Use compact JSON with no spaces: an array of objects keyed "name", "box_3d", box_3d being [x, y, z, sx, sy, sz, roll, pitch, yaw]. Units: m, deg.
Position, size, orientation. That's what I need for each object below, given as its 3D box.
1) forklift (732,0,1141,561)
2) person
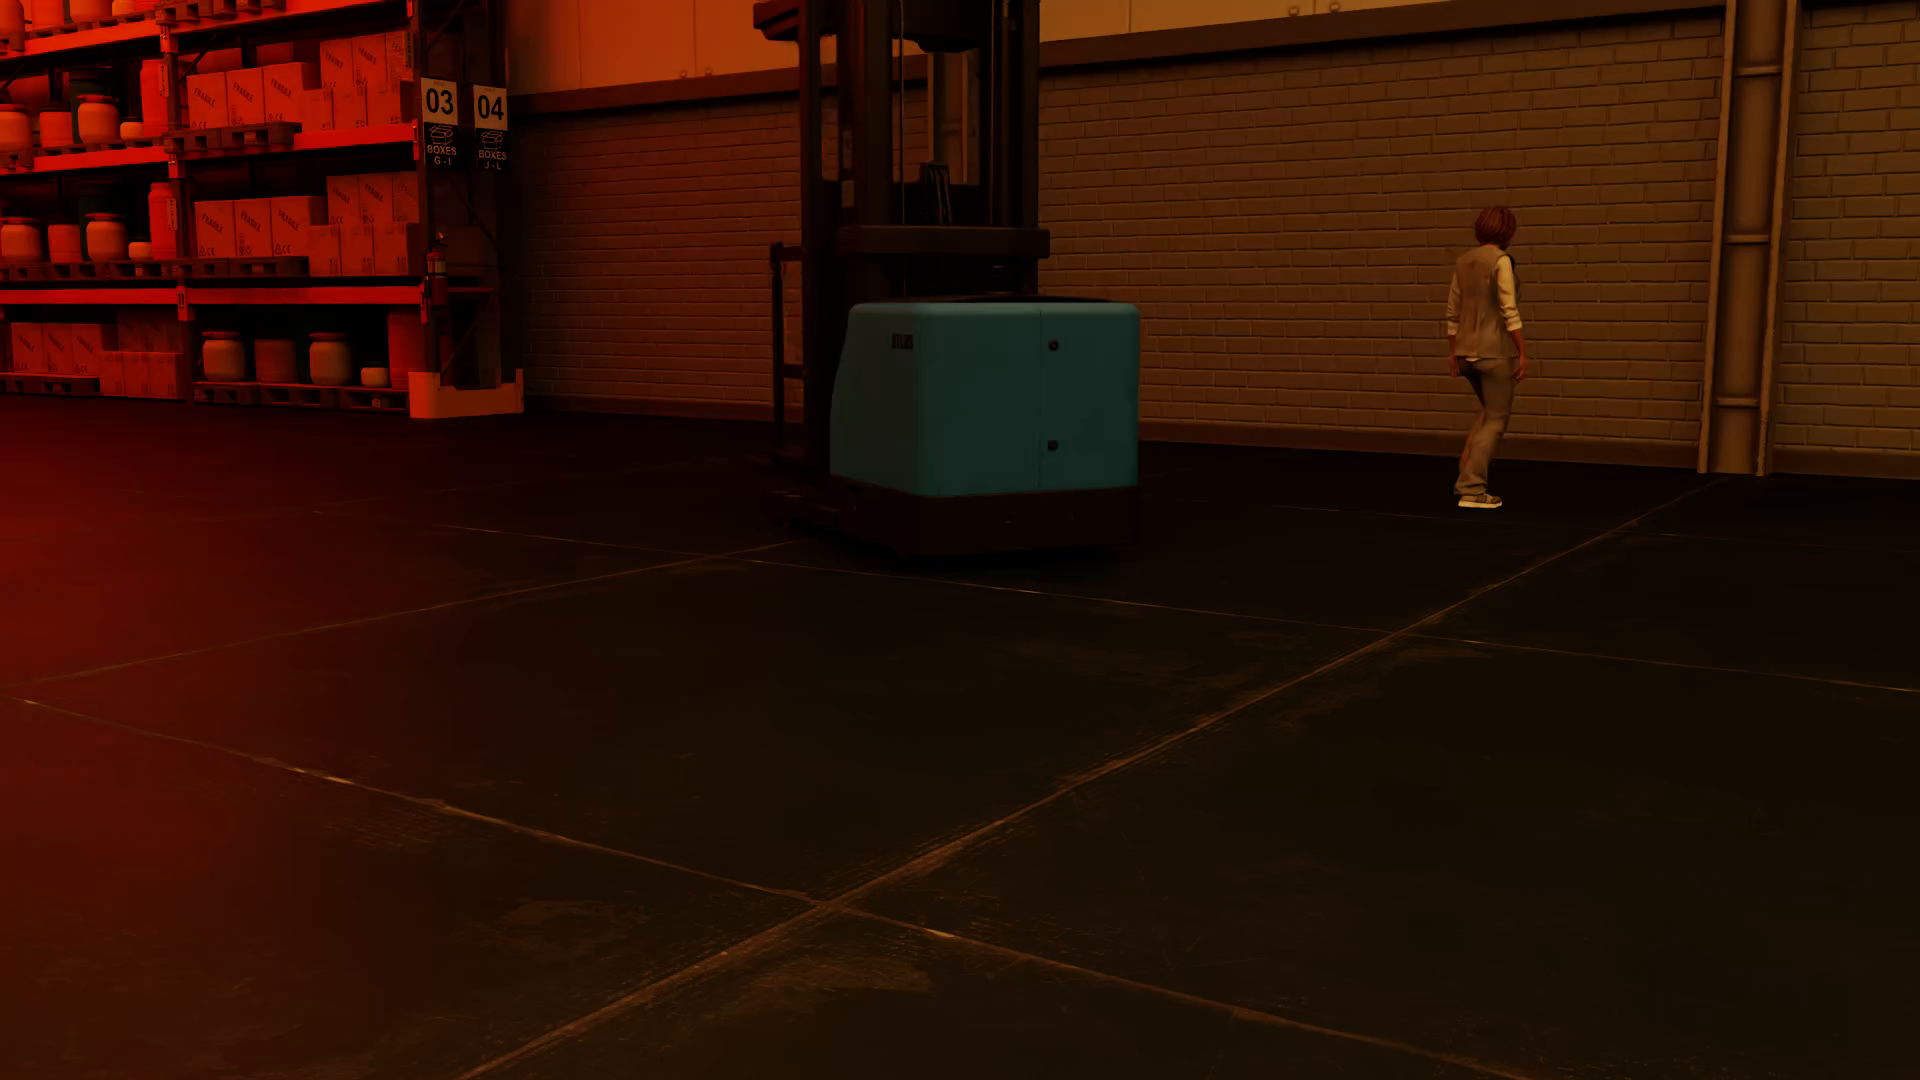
[{"name":"forklift","box_3d":[-0.324,-1.533,7.971,1.130,2.935,3.031,-4,9,-25]},{"name":"person","box_3d":[2.789,-0.944,8.750,0.458,1.606,0.512,-3,9,-23]}]
